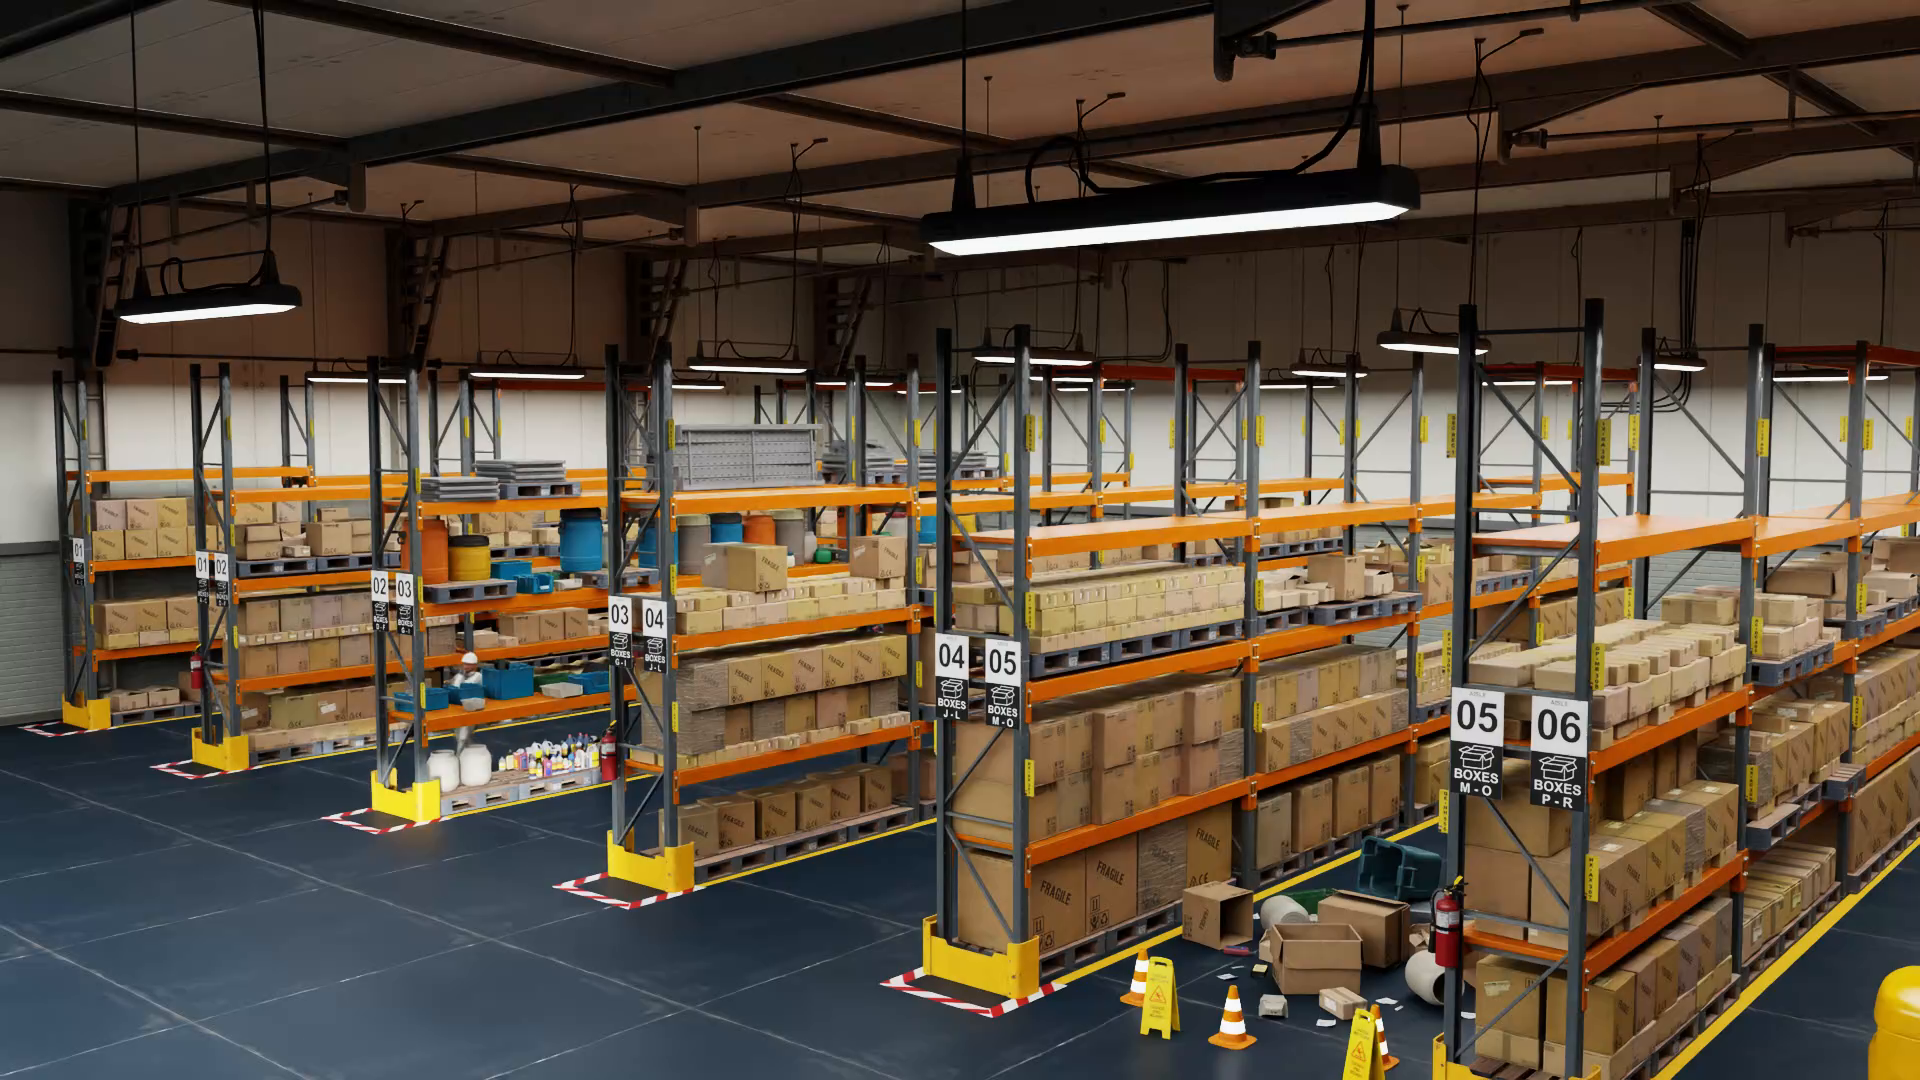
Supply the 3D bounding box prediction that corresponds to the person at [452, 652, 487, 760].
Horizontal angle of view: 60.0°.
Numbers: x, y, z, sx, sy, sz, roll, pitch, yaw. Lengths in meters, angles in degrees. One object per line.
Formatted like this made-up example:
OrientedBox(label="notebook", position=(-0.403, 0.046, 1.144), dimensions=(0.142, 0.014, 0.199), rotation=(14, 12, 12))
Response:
OrientedBox(label="person", position=(-7.279, 2.532, 24.508), dimensions=(0.619, 1.750, 0.833), rotation=(1, 4, 16))
